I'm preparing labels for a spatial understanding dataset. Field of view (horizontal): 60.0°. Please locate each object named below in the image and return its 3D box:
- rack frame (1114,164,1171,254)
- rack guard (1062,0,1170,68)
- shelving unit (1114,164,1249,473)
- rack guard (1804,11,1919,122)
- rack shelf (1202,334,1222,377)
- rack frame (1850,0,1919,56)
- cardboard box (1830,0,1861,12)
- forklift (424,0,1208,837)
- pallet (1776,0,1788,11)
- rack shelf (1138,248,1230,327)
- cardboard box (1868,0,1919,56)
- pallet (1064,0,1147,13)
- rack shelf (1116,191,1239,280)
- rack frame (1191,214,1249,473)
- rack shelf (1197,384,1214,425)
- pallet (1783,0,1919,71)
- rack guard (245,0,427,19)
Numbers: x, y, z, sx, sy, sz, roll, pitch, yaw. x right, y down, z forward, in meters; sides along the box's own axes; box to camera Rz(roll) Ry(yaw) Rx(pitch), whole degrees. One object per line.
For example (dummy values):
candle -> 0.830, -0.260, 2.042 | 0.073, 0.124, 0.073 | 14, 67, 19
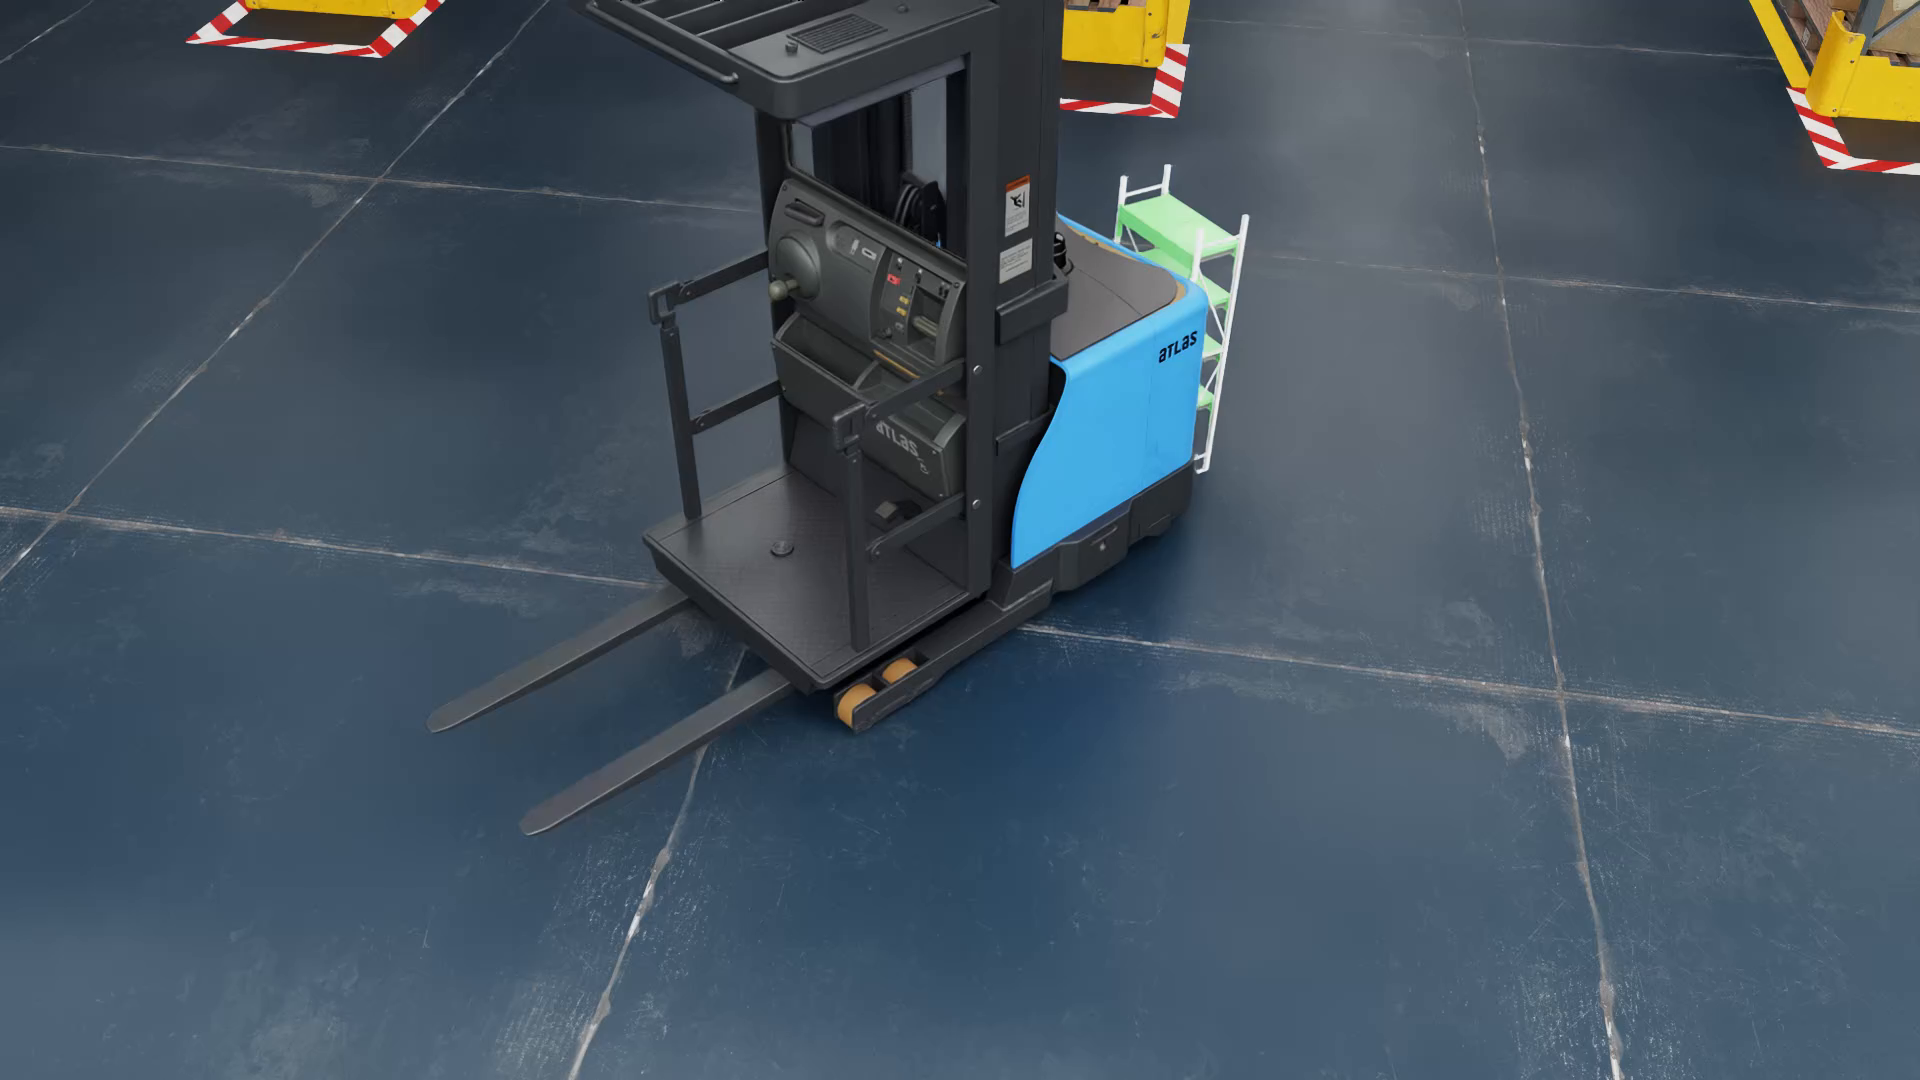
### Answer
rack frame -> 0.721, -1.002, 7.011 | 0.240, 1.200, 0.015 | -20, 43, -26
rack guard -> 0.701, -3.281, 10.326 | 1.175, 0.500, 0.348 | 6, 40, 8
shelving unit -> 0.850, -0.870, 6.851 | 0.258, 1.200, 0.503 | -20, 43, -26
rack guard -> 5.626, -2.730, 9.659 | 1.175, 0.500, 0.348 | 6, 40, 8
rack shelf -> 0.847, -0.820, 6.891 | 0.258, 0.148, 0.480 | -20, 43, -26
rack frame -> 5.613, -3.645, 8.805 | 1.000, 3.000, 0.127 | 6, 40, 8
cardboard box -> 5.807, -3.613, 10.398 | 0.500, 0.500, 0.500 | 17, 42, 19
forklift -> -0.481, -0.828, 5.451 | 3.031, 2.935, 1.130 | -30, 48, -31
pallet -> 6.015, -3.888, 11.287 | 1.003, 0.211, 1.213 | 6, 40, 8
rack shelf -> 0.857, -1.008, 6.742 | 0.258, 0.148, 0.480 | -20, 43, -26
cardboard box -> 5.737, -3.234, 9.940 | 0.500, 0.500, 0.500 | 14, 41, 16
pallet -> 0.847, -3.679, 11.034 | 1.003, 0.211, 1.213 | 6, 40, 8
rack shelf -> 0.866, -1.196, 6.594 | 0.258, 0.148, 0.480 | -20, 43, -26
rack frame -> 0.979, -0.738, 6.692 | 0.240, 1.200, 0.015 | -20, 43, -26
rack shelf -> 0.838, -0.631, 7.039 | 0.258, 0.148, 0.480 | -20, 43, -26
pallet -> 5.801, -3.124, 10.363 | 1.003, 0.211, 1.213 | 6, 40, 8
rack guard -> -4.148, -3.762, 10.907 | 1.175, 0.500, 0.348 | 6, 40, 8
